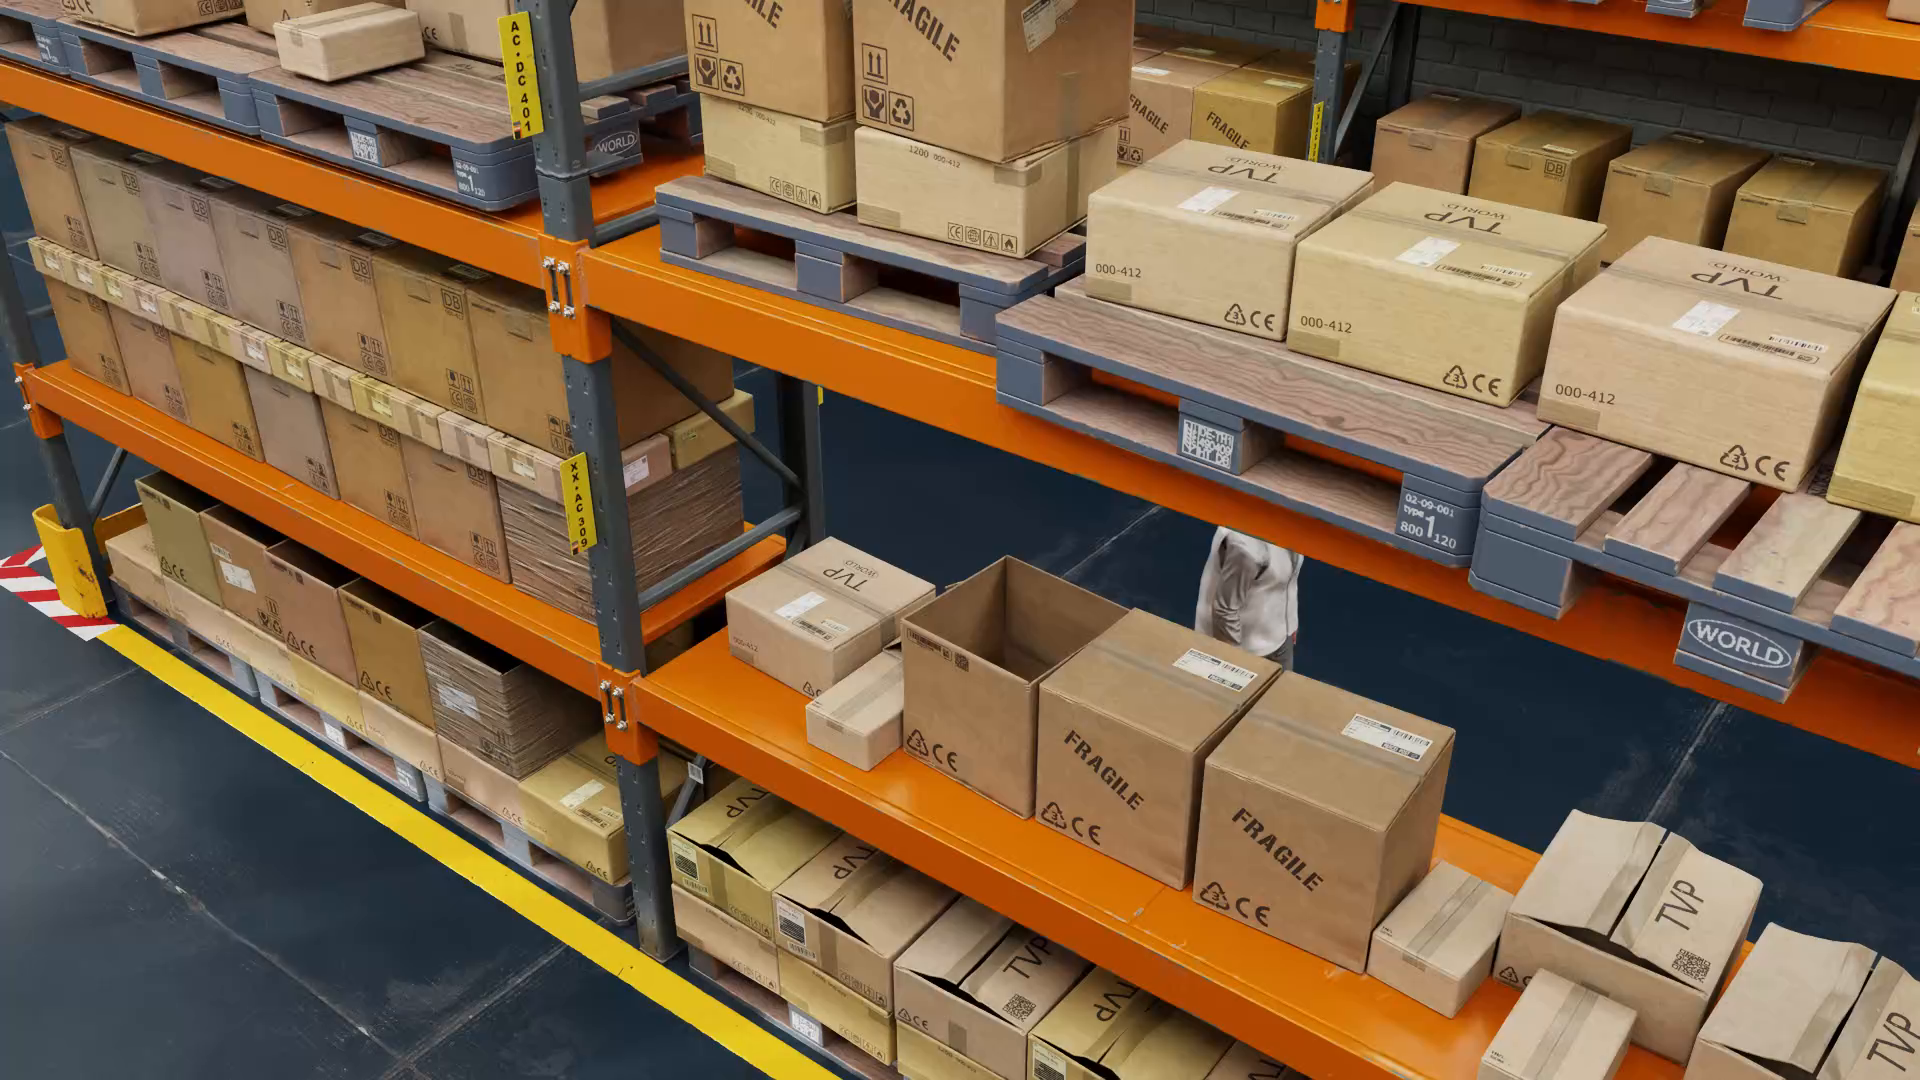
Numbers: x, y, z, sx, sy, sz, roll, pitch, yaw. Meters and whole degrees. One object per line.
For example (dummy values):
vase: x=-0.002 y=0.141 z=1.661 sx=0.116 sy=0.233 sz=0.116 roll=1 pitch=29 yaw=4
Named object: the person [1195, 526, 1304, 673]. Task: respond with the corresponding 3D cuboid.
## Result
person: x=1.156 y=0.381 z=6.466 sx=0.465 sy=1.770 sz=0.577 roll=20 pitch=36 yaw=30
